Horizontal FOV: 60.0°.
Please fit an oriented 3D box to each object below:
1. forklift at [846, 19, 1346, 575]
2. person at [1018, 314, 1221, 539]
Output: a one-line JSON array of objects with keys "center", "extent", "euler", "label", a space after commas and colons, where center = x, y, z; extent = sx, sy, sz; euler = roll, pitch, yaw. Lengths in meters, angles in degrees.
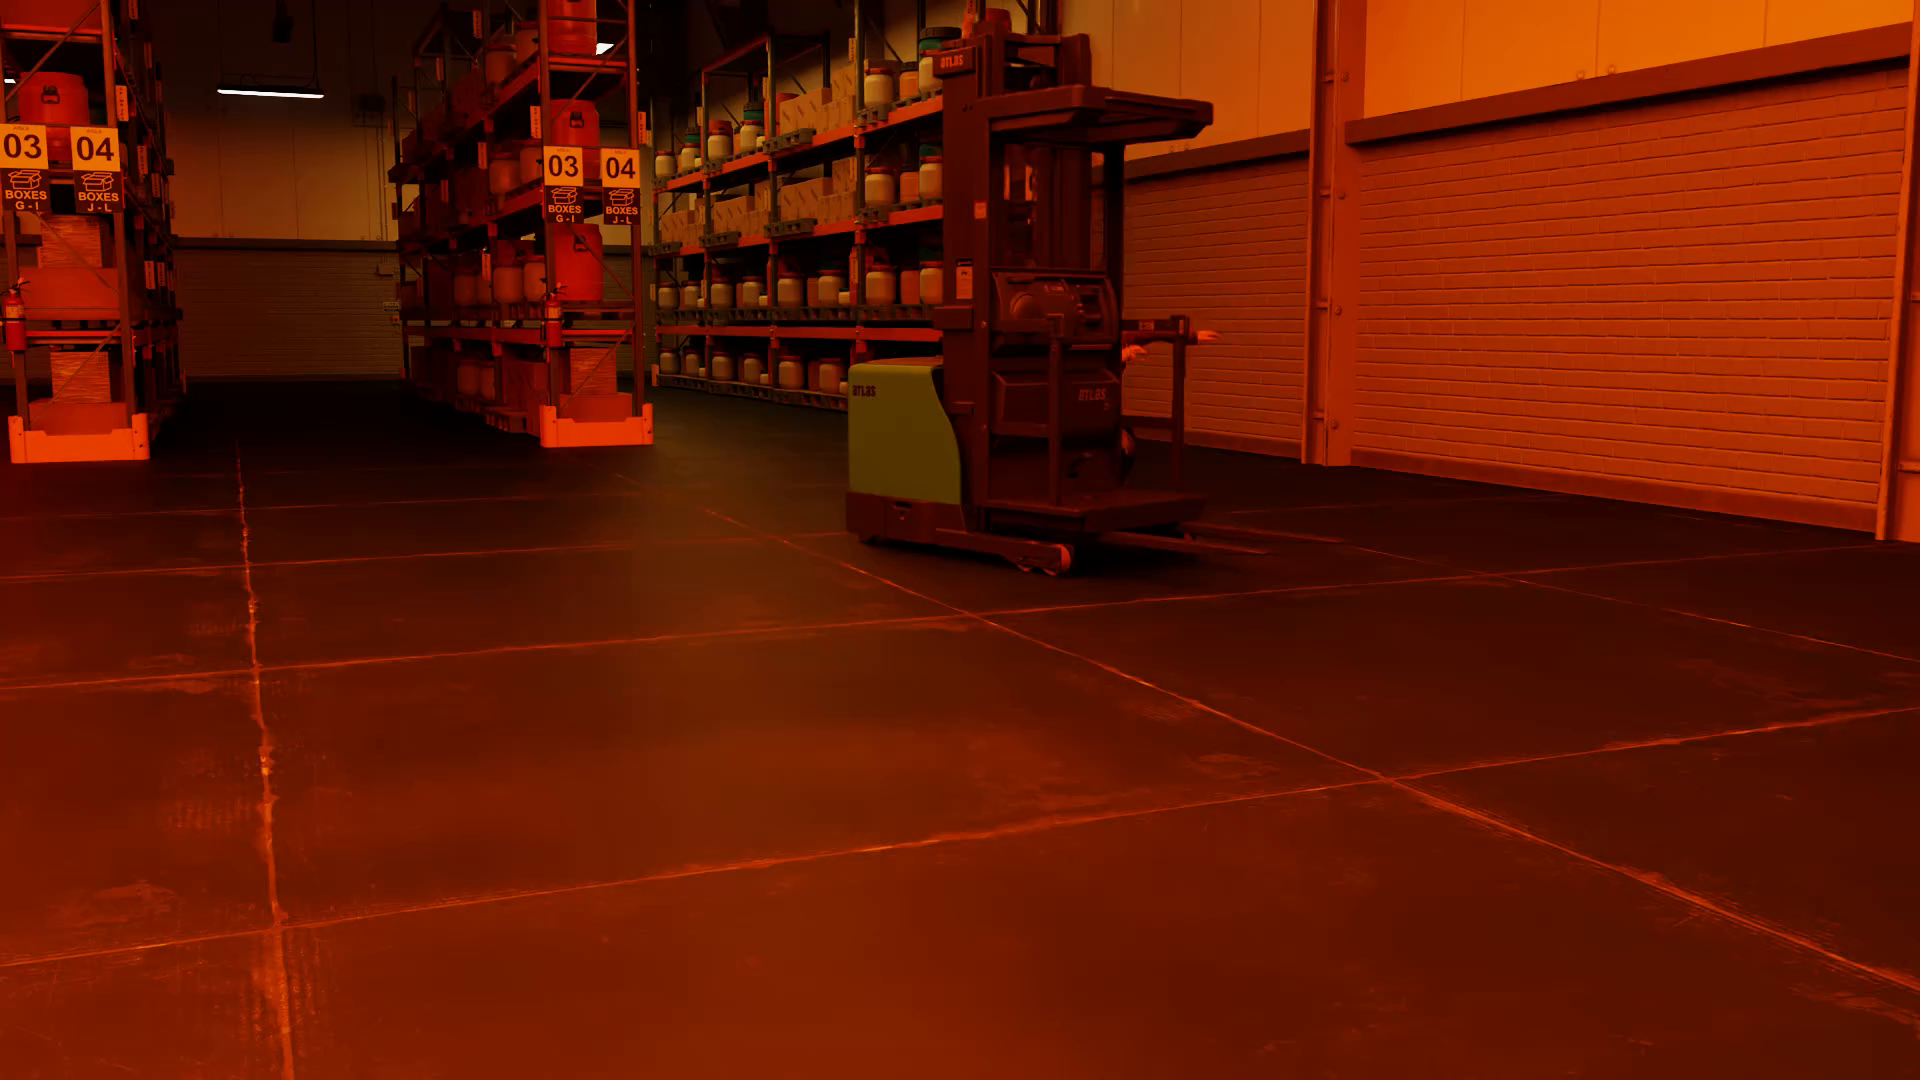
[{"center": [0.681, -1.341, 9.112], "extent": [1.130, 2.935, 3.031], "euler": [-7, 10, -42], "label": "forklift"}, {"center": [1.013, -0.781, 10.609], "extent": [1.643, 1.460, 0.785], "euler": [-4, 9, -28], "label": "person"}]
